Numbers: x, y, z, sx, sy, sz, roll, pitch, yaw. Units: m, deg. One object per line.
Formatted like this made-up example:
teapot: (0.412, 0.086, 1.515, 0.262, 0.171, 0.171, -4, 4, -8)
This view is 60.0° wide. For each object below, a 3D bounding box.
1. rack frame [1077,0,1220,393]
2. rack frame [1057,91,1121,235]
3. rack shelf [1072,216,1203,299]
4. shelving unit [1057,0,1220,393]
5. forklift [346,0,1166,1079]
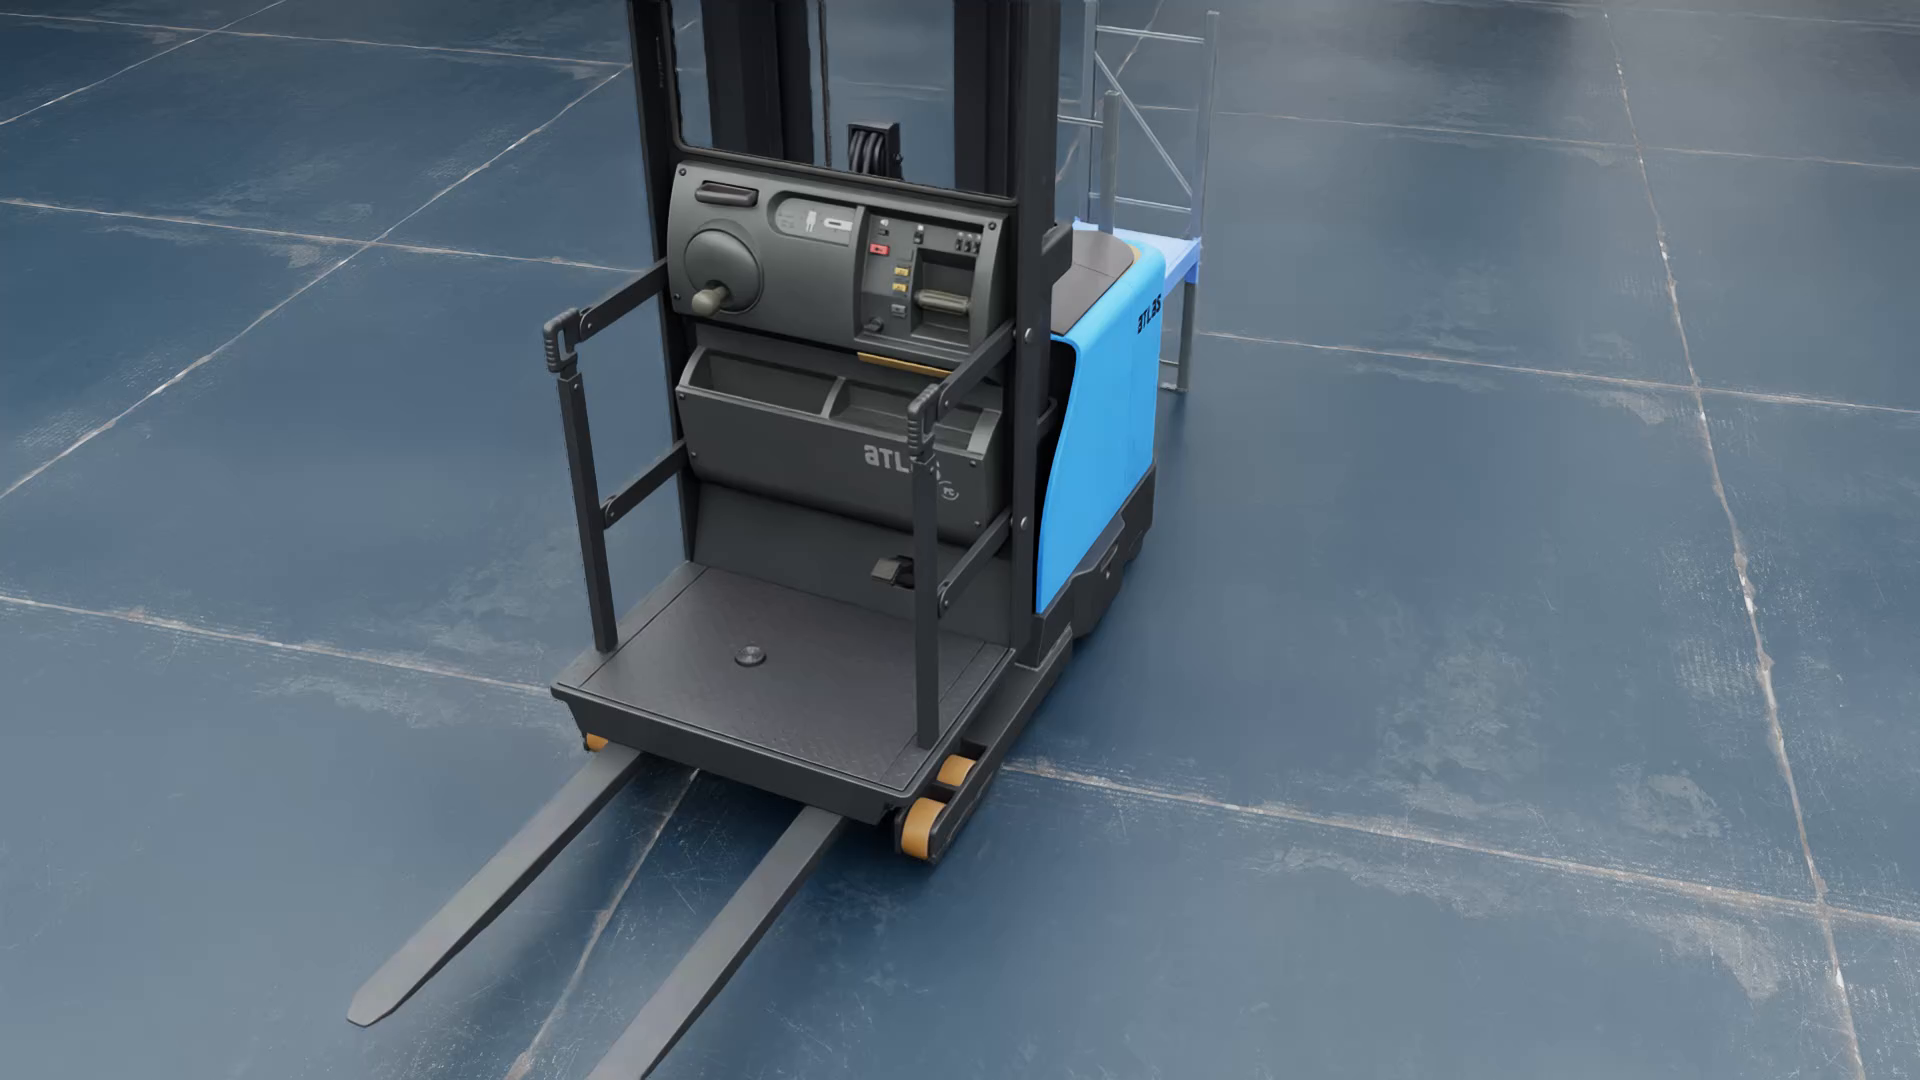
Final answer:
rack frame: (0.690, -1.289, 6.379, 0.500, 1.500, 0.032, 14, 35, 21)
rack frame: (0.262, -0.794, 5.601, 0.500, 1.500, 0.032, 14, 35, 21)
rack shelf: (0.476, -0.889, 6.086, 0.538, 0.185, 1.000, 14, 35, 21)
shelving unit: (0.476, -1.041, 5.990, 0.538, 1.500, 1.048, 14, 35, 21)
forklift: (-0.419, -0.654, 4.046, 1.130, 2.935, 3.031, 14, 35, 21)
